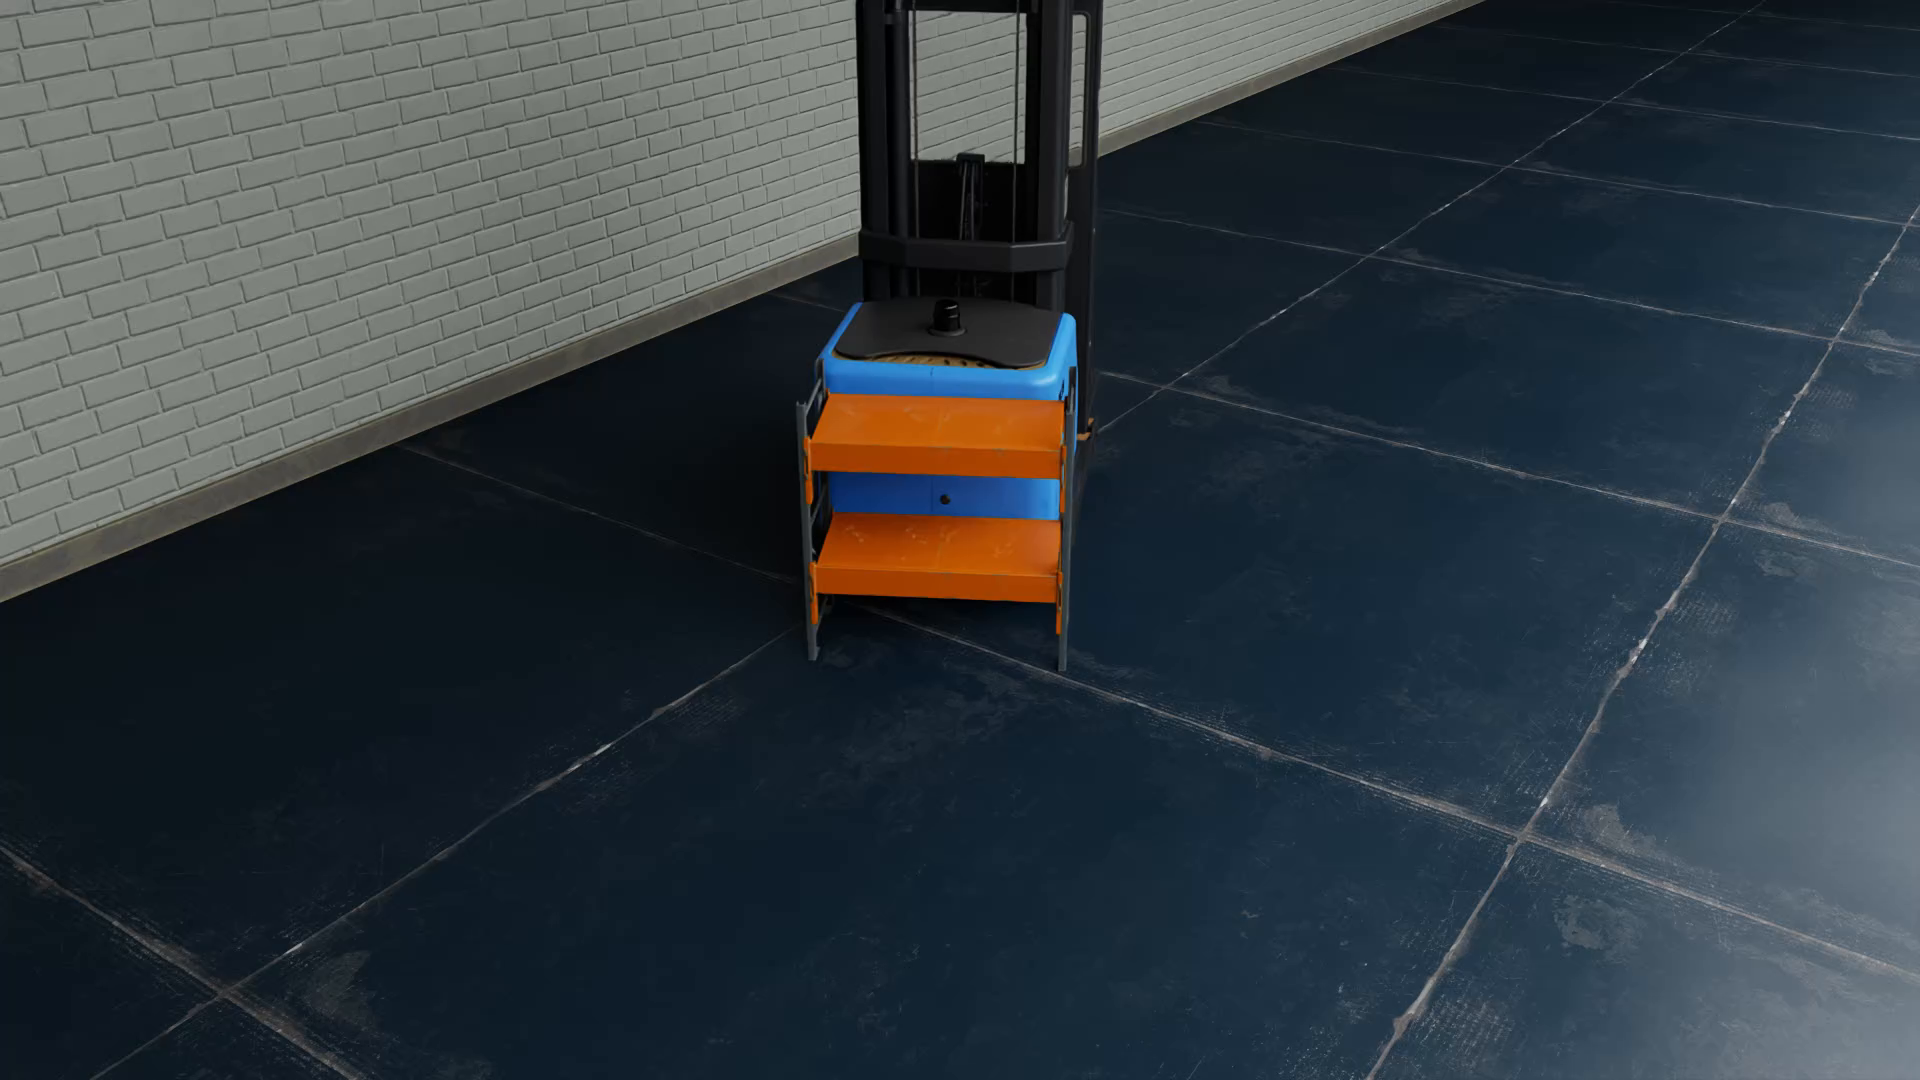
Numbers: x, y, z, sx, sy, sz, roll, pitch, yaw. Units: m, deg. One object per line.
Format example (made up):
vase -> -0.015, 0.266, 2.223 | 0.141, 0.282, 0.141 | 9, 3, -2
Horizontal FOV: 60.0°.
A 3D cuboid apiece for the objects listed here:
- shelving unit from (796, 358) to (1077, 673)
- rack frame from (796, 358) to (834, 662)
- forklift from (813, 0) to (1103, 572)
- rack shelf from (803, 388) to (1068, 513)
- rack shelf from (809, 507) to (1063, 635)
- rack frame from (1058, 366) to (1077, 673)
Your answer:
shelving unit -> -0.076, -0.100, 6.706 | 1.048, 1.125, 0.538 | 2, 27, 4
rack frame -> -0.583, -0.119, 6.744 | 0.032, 1.125, 0.500 | 2, 27, 4
forklift -> 0.122, -1.709, 7.878 | 1.130, 2.935, 3.031 | 4, 27, 8
rack shelf -> -0.076, -0.361, 6.574 | 1.000, 0.278, 0.538 | 2, 27, 4
rack shelf -> -0.076, 0.118, 6.817 | 1.000, 0.278, 0.538 | 2, 27, 4
rack frame -> 0.430, -0.081, 6.668 | 0.032, 1.125, 0.500 | 2, 27, 4
